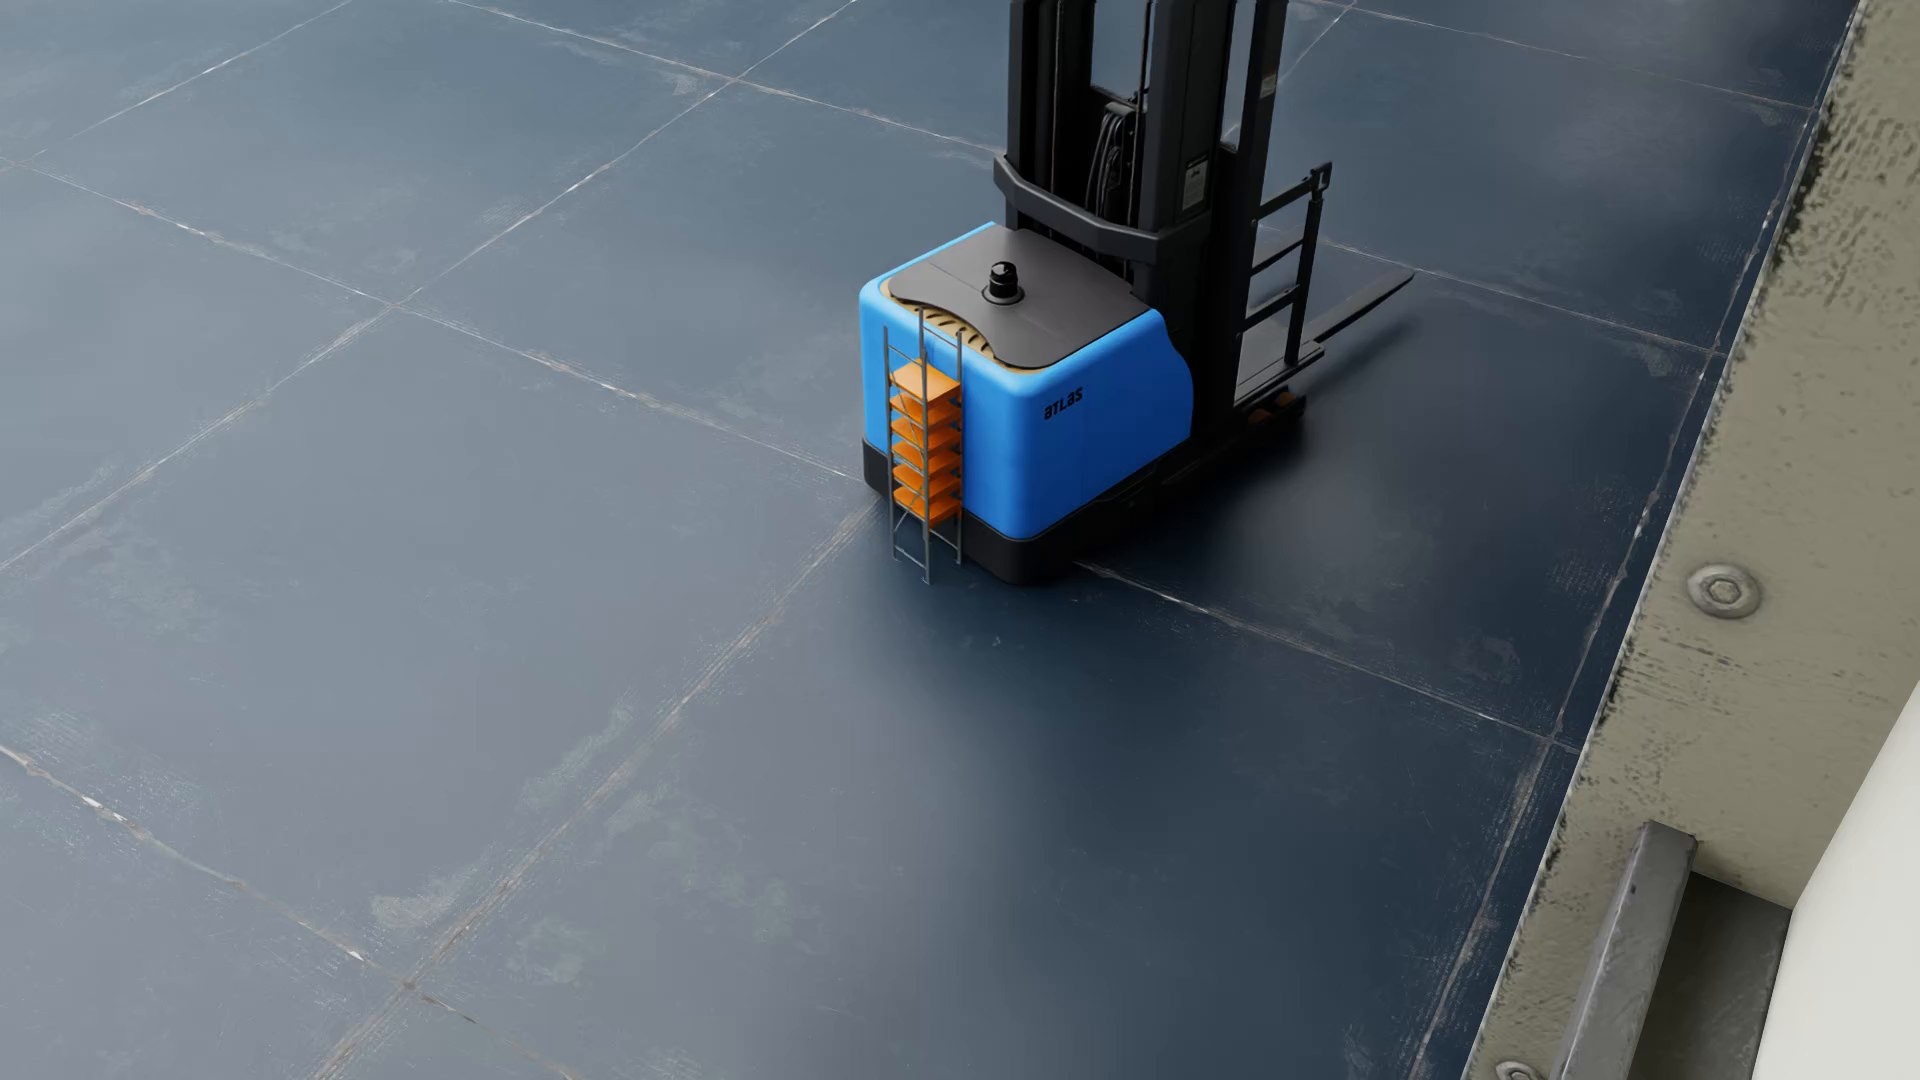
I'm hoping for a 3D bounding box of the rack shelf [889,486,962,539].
[{"bbox_3d":[-0.144,-0.144,6.936,0.180,0.103,0.258,-32,50,-31],"label":"rack shelf"}]

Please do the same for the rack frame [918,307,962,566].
[{"bbox_3d":[-0.077,-0.399,6.795,0.006,1.200,0.240,-32,50,-31],"label":"rack frame"}]

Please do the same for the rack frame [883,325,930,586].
[{"bbox_3d":[-0.210,-0.316,6.700,0.006,1.200,0.240,-32,50,-31],"label":"rack frame"}]

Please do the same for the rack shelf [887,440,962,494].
[{"bbox_3d":[-0.144,-0.324,6.777,0.180,0.103,0.258,-32,50,-31],"label":"rack shelf"}]

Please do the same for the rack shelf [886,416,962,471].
[{"bbox_3d":[-0.144,-0.414,6.698,0.180,0.103,0.258,-32,50,-31],"label":"rack shelf"}]

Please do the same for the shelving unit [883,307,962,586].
[{"bbox_3d":[-0.144,-0.357,6.748,0.189,1.200,0.258,-32,50,-31],"label":"shelving unit"}]

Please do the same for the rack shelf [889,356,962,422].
[{"bbox_3d":[-0.144,-0.594,6.539,0.180,0.103,0.258,-32,50,-31],"label":"rack shelf"}]

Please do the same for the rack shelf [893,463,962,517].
[{"bbox_3d":[-0.144,-0.234,6.856,0.180,0.103,0.258,-32,50,-31],"label":"rack shelf"}]

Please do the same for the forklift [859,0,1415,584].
[{"bbox_3d":[0.987,-1.770,7.042,3.031,2.935,1.130,-32,50,-31],"label":"forklift"}]

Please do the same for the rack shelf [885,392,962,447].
[{"bbox_3d":[-0.144,-0.504,6.618,0.180,0.103,0.258,-32,50,-31],"label":"rack shelf"}]
